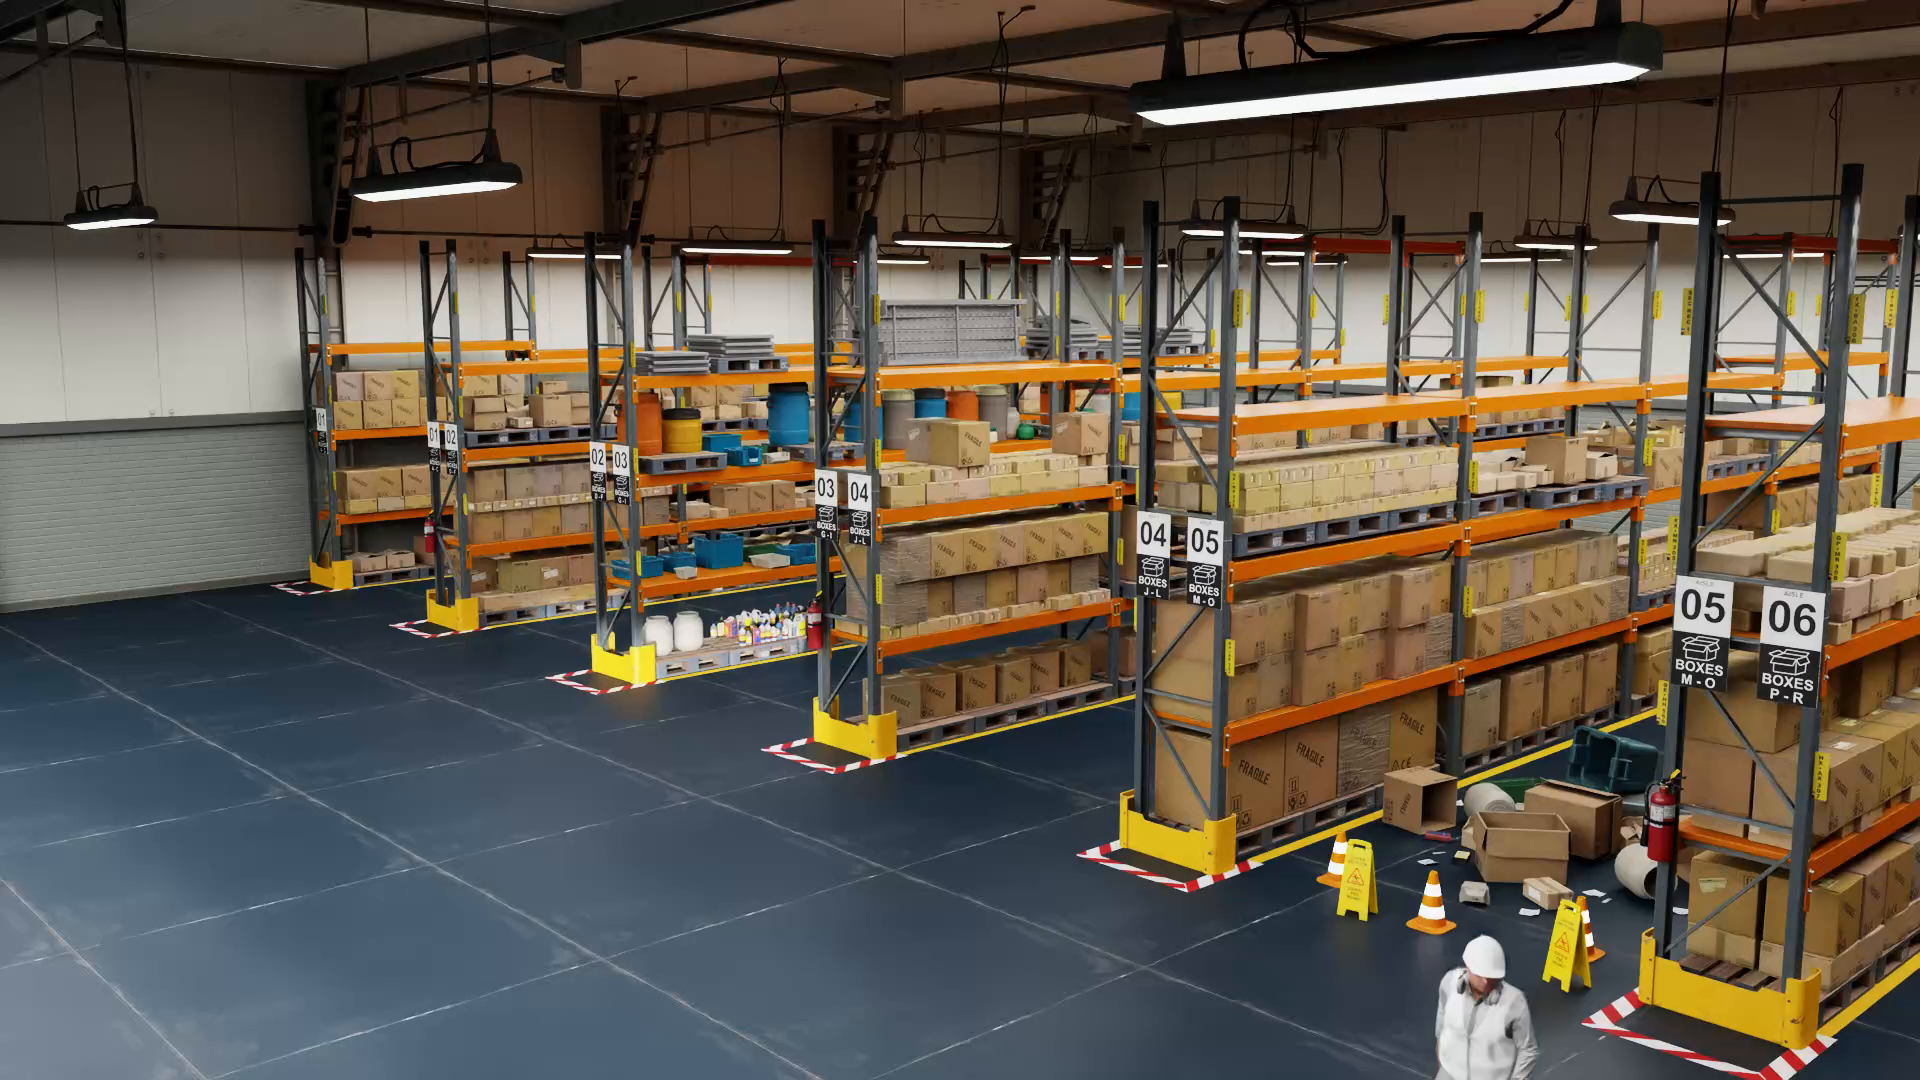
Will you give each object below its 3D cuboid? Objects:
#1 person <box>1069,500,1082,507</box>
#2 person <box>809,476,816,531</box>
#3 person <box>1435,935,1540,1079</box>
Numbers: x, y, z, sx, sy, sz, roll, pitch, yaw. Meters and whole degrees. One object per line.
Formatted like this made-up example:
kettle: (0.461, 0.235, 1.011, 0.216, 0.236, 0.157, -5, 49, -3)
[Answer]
person: (2.281, -0.259, 31.219, 0.637, 1.729, 0.656, -7, 11, -41)
person: (-2.916, -0.834, 35.326, 0.523, 1.702, 0.783, 8, 11, 42)
person: (2.932, 2.982, 9.300, 0.637, 1.721, 0.781, 6, 10, 33)
